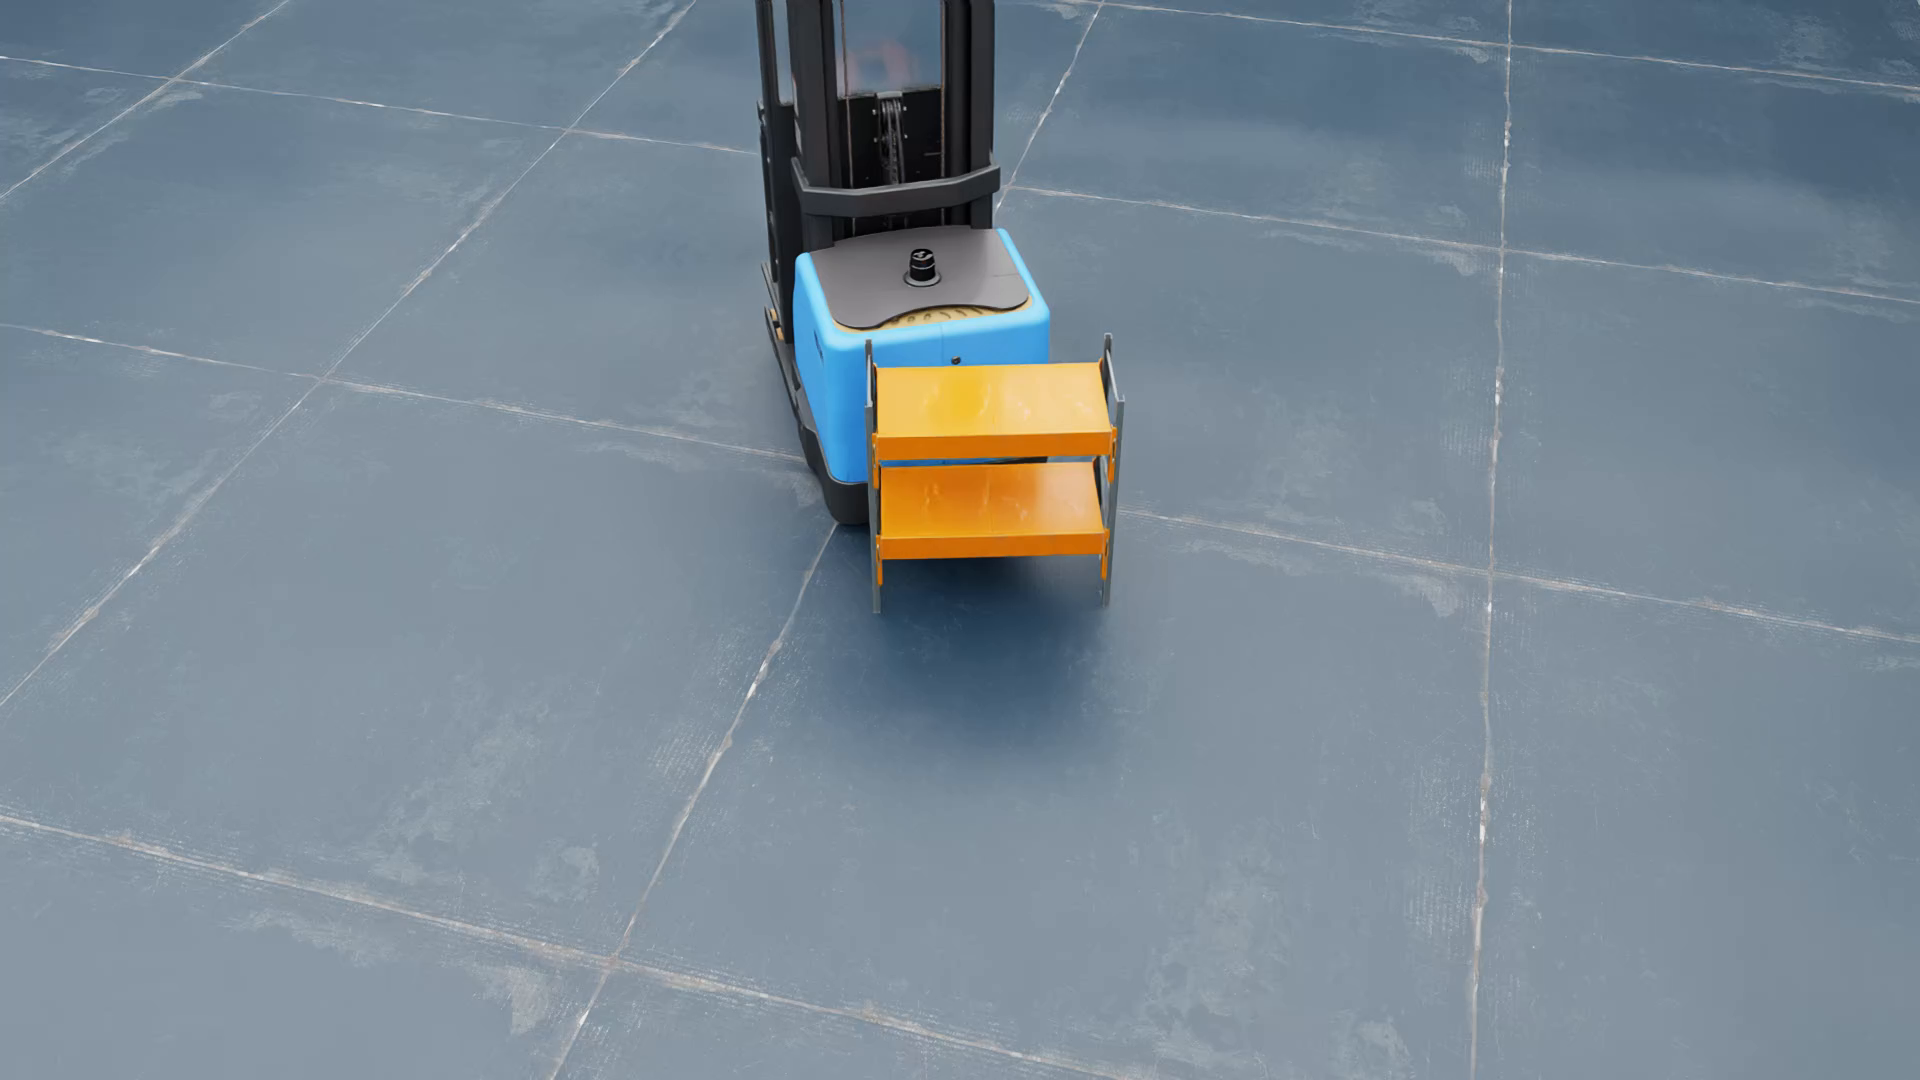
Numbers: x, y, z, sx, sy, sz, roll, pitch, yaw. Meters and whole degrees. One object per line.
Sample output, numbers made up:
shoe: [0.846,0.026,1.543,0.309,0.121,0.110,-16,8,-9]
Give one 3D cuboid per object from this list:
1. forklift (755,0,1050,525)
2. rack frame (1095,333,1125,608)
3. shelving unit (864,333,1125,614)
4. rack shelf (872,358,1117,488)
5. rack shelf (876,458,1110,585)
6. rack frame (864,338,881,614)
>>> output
forklift: [-0.438,-2.149,8.055,1.130,2.935,3.031,-9,41,-11]
rack frame: [0.639,-0.288,7.243,0.032,1.125,0.500,-1,40,-2]
shelving unit: [0.131,-0.275,7.227,1.048,1.125,0.538,-1,40,-2]
rack shelf: [0.131,-0.499,7.039,1.000,0.278,0.538,-1,40,-2]
rack shelf: [0.131,-0.088,7.385,1.000,0.278,0.538,-1,40,-2]
rack frame: [-0.377,-0.262,7.212,0.032,1.125,0.500,-1,40,-2]
